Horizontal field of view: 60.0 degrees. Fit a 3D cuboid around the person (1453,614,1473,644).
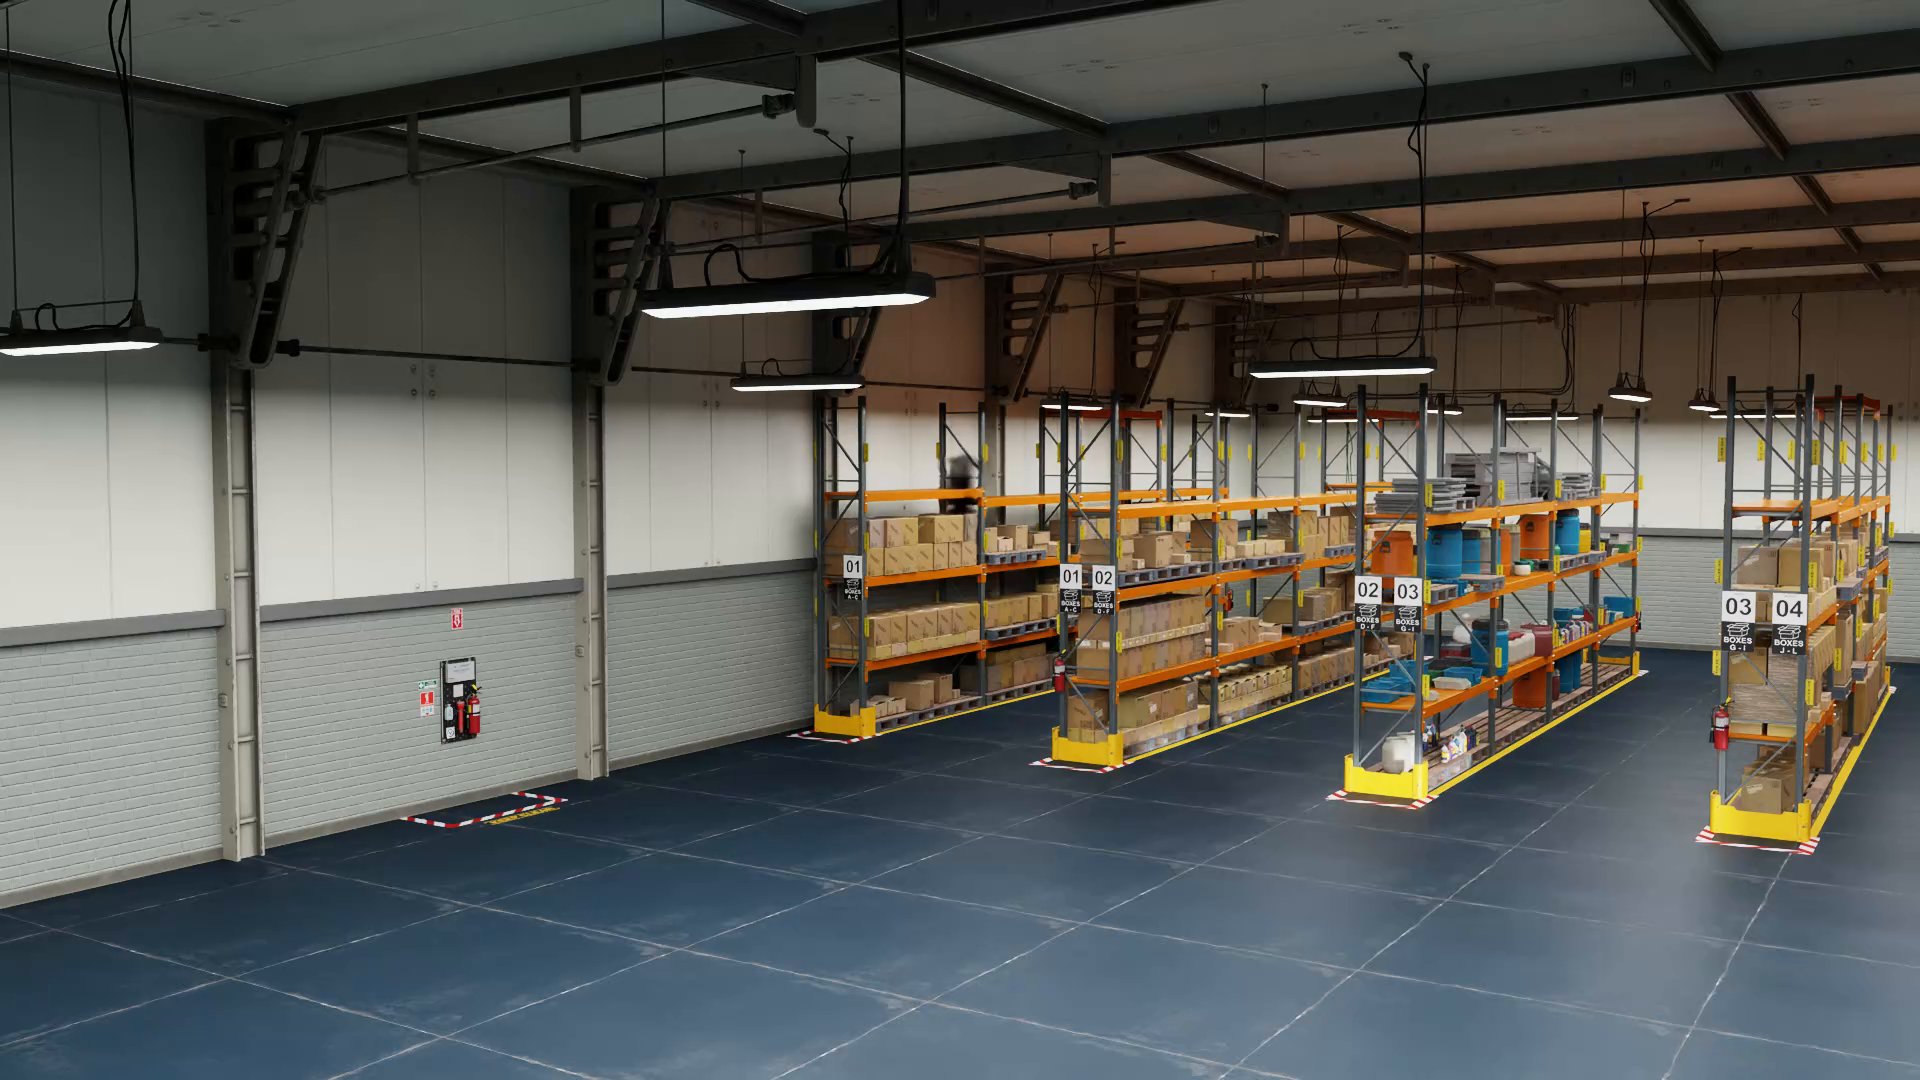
[{"bbox_3d":[10.443,2.381,34.315,0.610,1.732,0.761,2,4,33],"label":"person"}]
